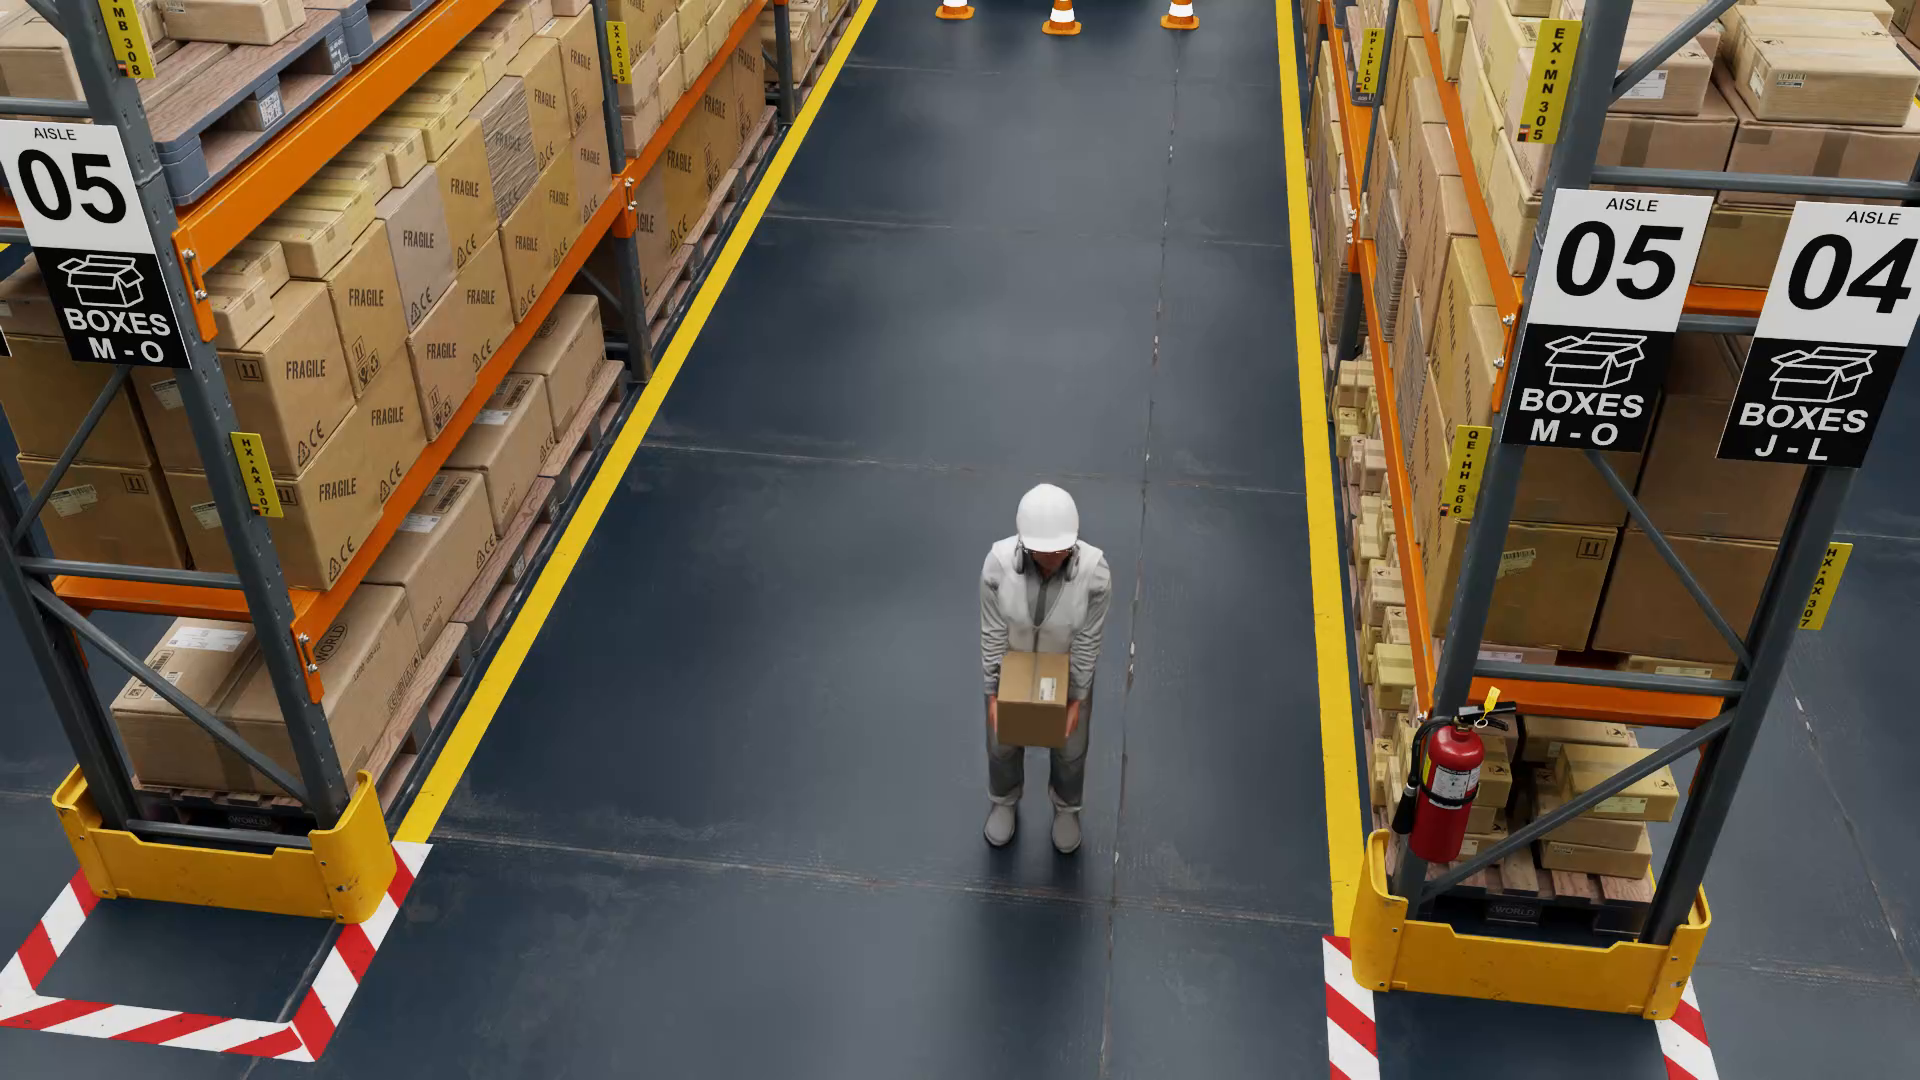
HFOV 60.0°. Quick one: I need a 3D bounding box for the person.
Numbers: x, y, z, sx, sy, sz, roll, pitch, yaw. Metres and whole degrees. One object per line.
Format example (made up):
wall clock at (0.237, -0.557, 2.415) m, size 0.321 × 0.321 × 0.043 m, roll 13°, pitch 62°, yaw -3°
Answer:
person at (0.313, 0.510, 6.333) m, size 0.484 × 1.756 × 0.583 m, roll 4°, pitch 36°, yaw 5°
